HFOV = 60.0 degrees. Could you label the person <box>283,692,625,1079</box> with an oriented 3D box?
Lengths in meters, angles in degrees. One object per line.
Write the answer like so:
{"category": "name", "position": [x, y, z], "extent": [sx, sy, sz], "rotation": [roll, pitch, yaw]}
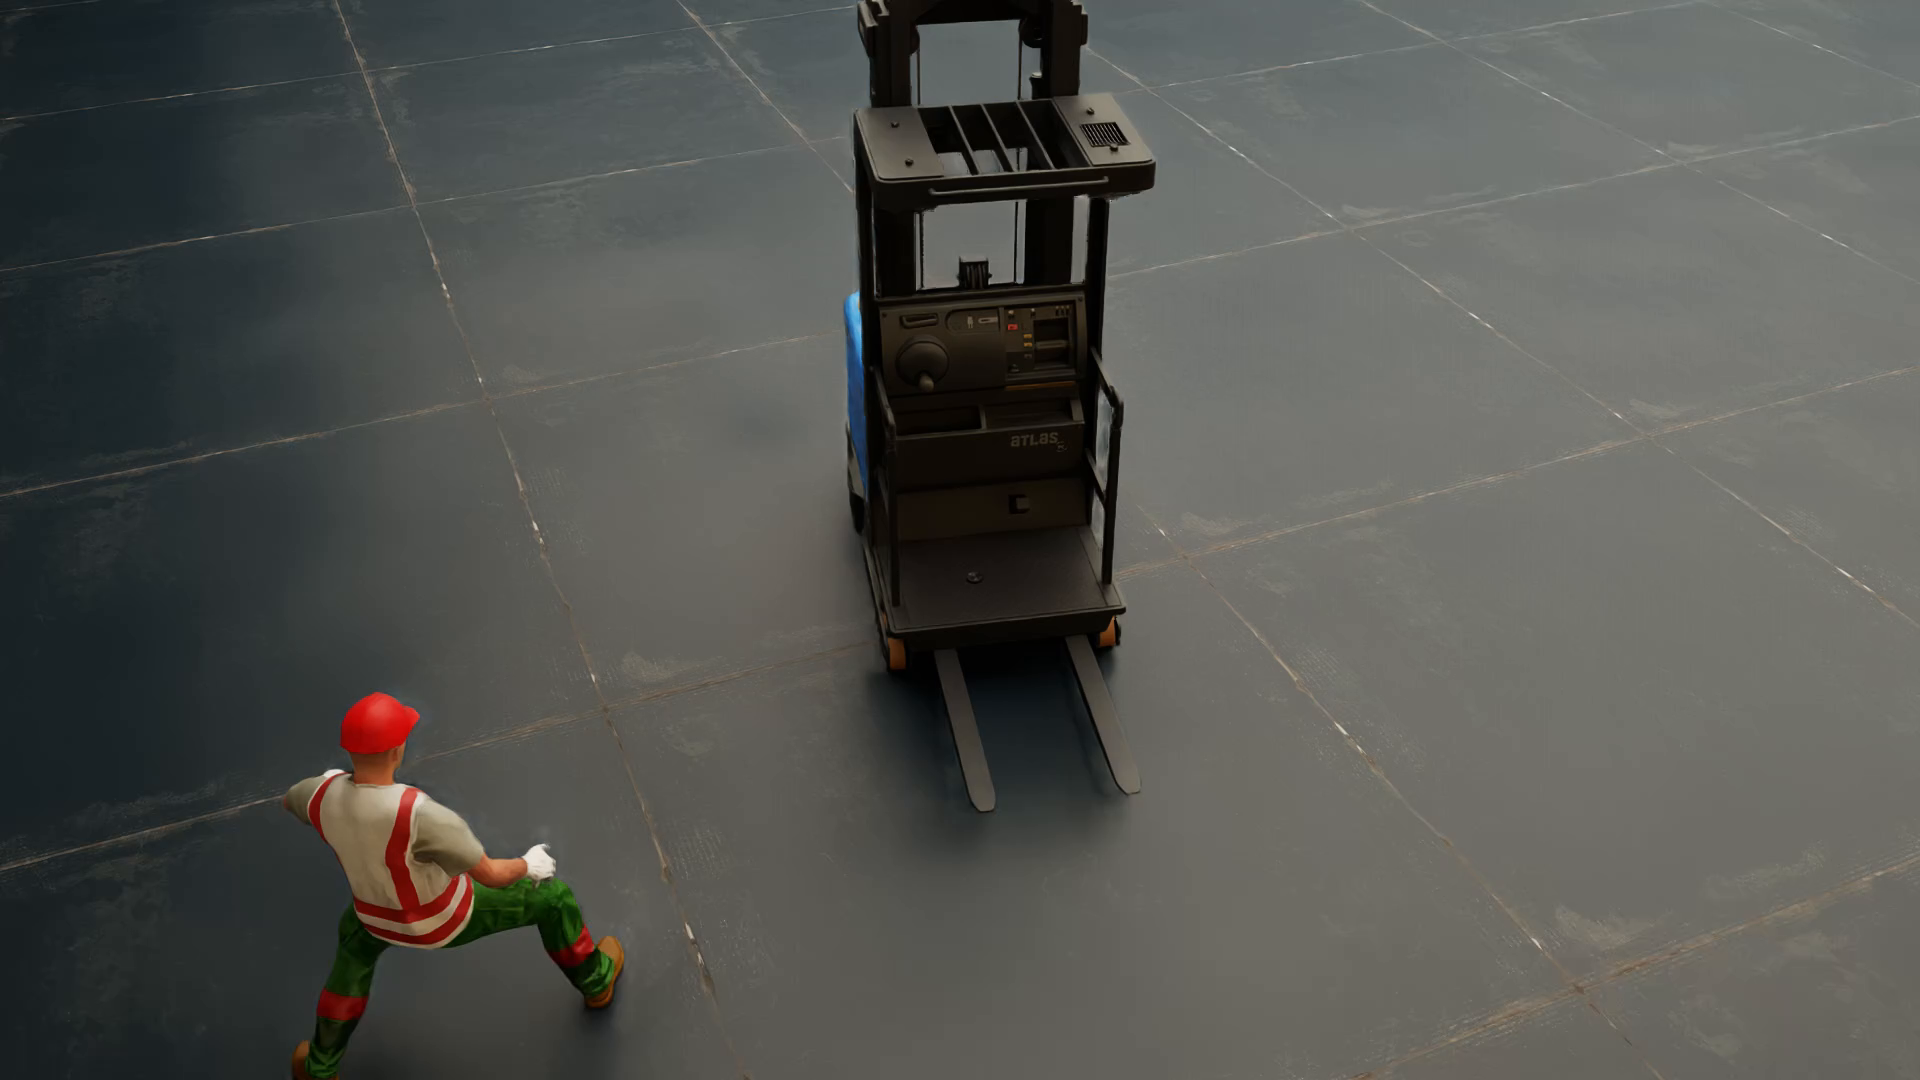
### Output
{"category": "person", "position": [-1.848, 1.130, 5.691], "extent": [1.011, 1.626, 0.943], "rotation": [11, 37, 15]}

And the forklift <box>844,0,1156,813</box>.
{"category": "forklift", "position": [0.146, -0.813, 7.242], "extent": [1.130, 2.935, 3.031], "rotation": [-6, 36, -8]}
